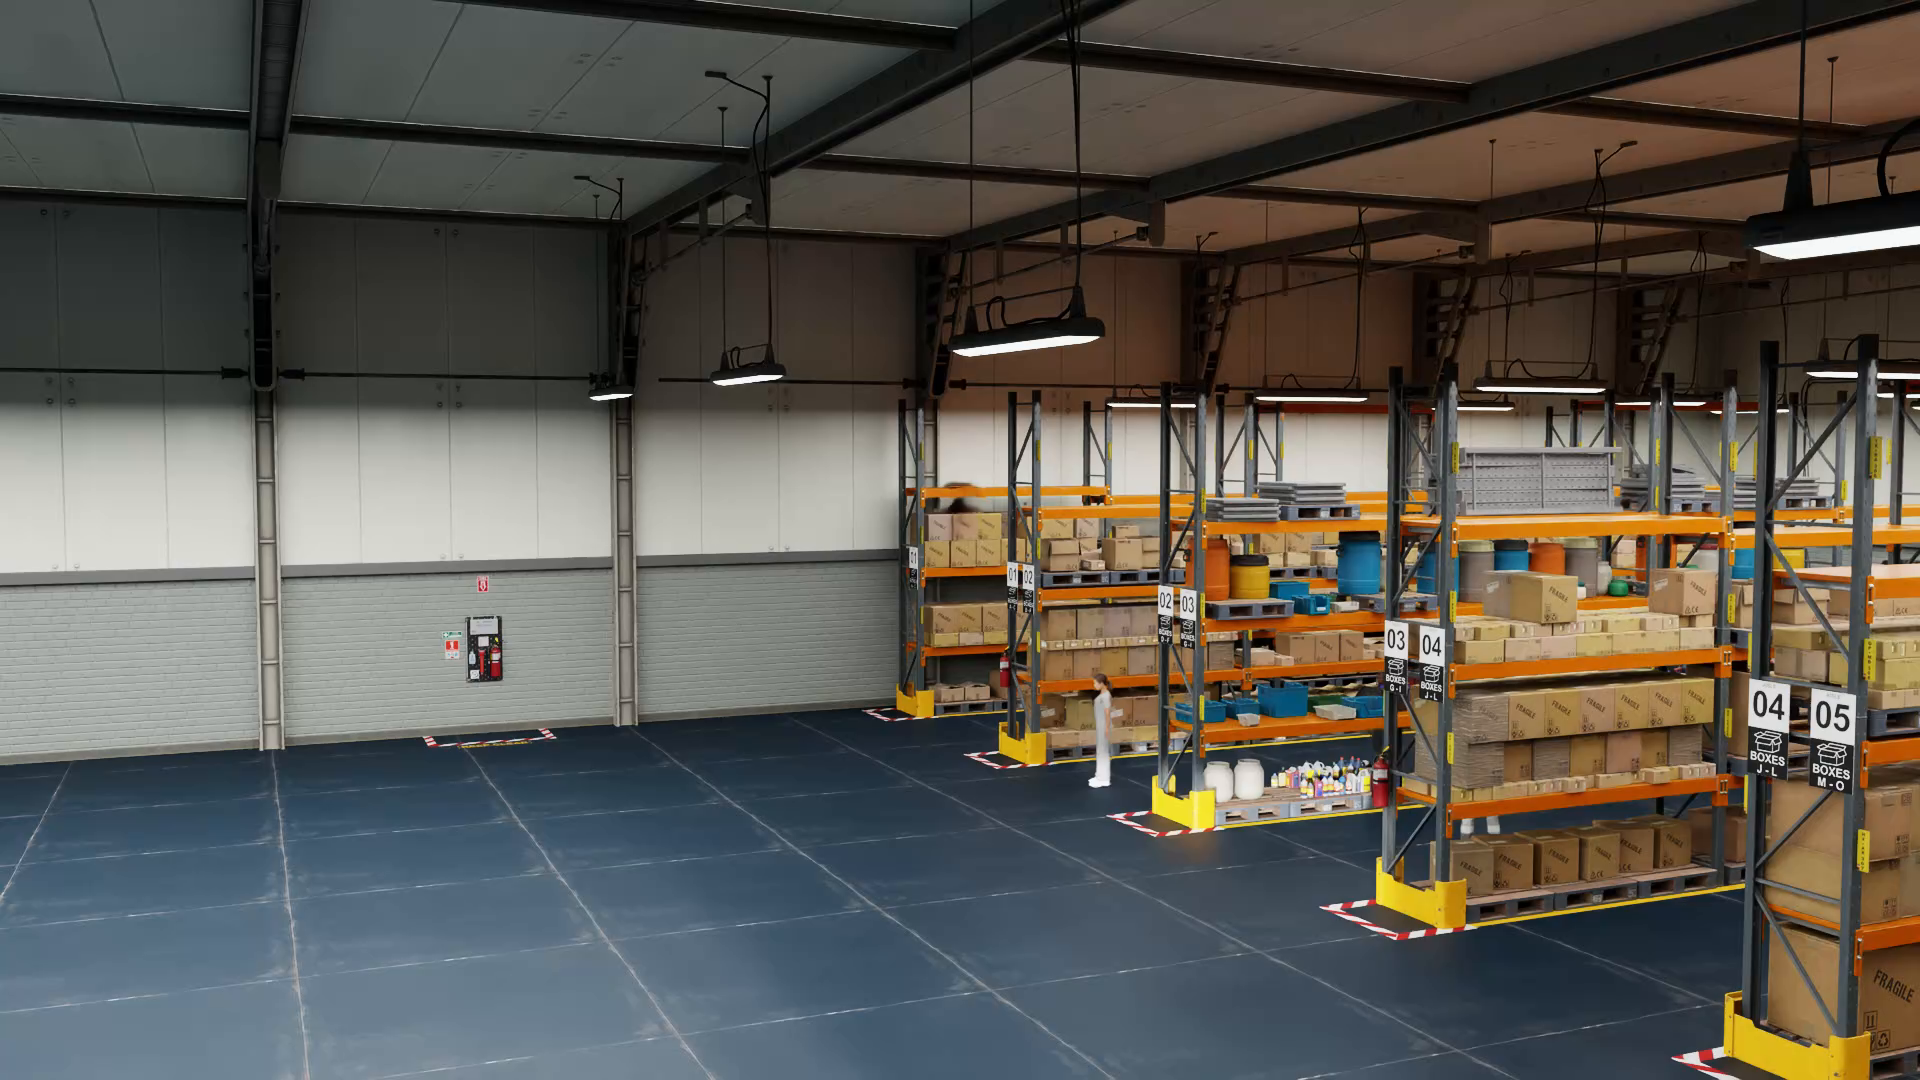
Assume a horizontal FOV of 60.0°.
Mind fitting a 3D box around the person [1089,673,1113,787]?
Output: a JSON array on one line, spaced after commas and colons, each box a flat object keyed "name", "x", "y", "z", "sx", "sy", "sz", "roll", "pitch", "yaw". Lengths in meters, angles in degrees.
[{"name": "person", "x": 2.137, "y": 2.853, "z": 25.102, "sx": 0.393, "sy": 1.676, "sz": 0.531, "roll": 0, "pitch": 3, "yaw": -1}]

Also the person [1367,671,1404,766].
[{"name": "person", "x": 6.621, "y": 2.831, "z": 25.954, "sx": 0.659, "sy": 1.603, "sz": 0.624, "roll": 3, "pitch": 4, "yaw": 38}]

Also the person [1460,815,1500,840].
[{"name": "person", "x": 6.512, "y": 3.046, "z": 20.897, "sx": 0.609, "sy": 1.789, "sz": 0.489, "roll": -1, "pitch": 3, "yaw": -13}]
